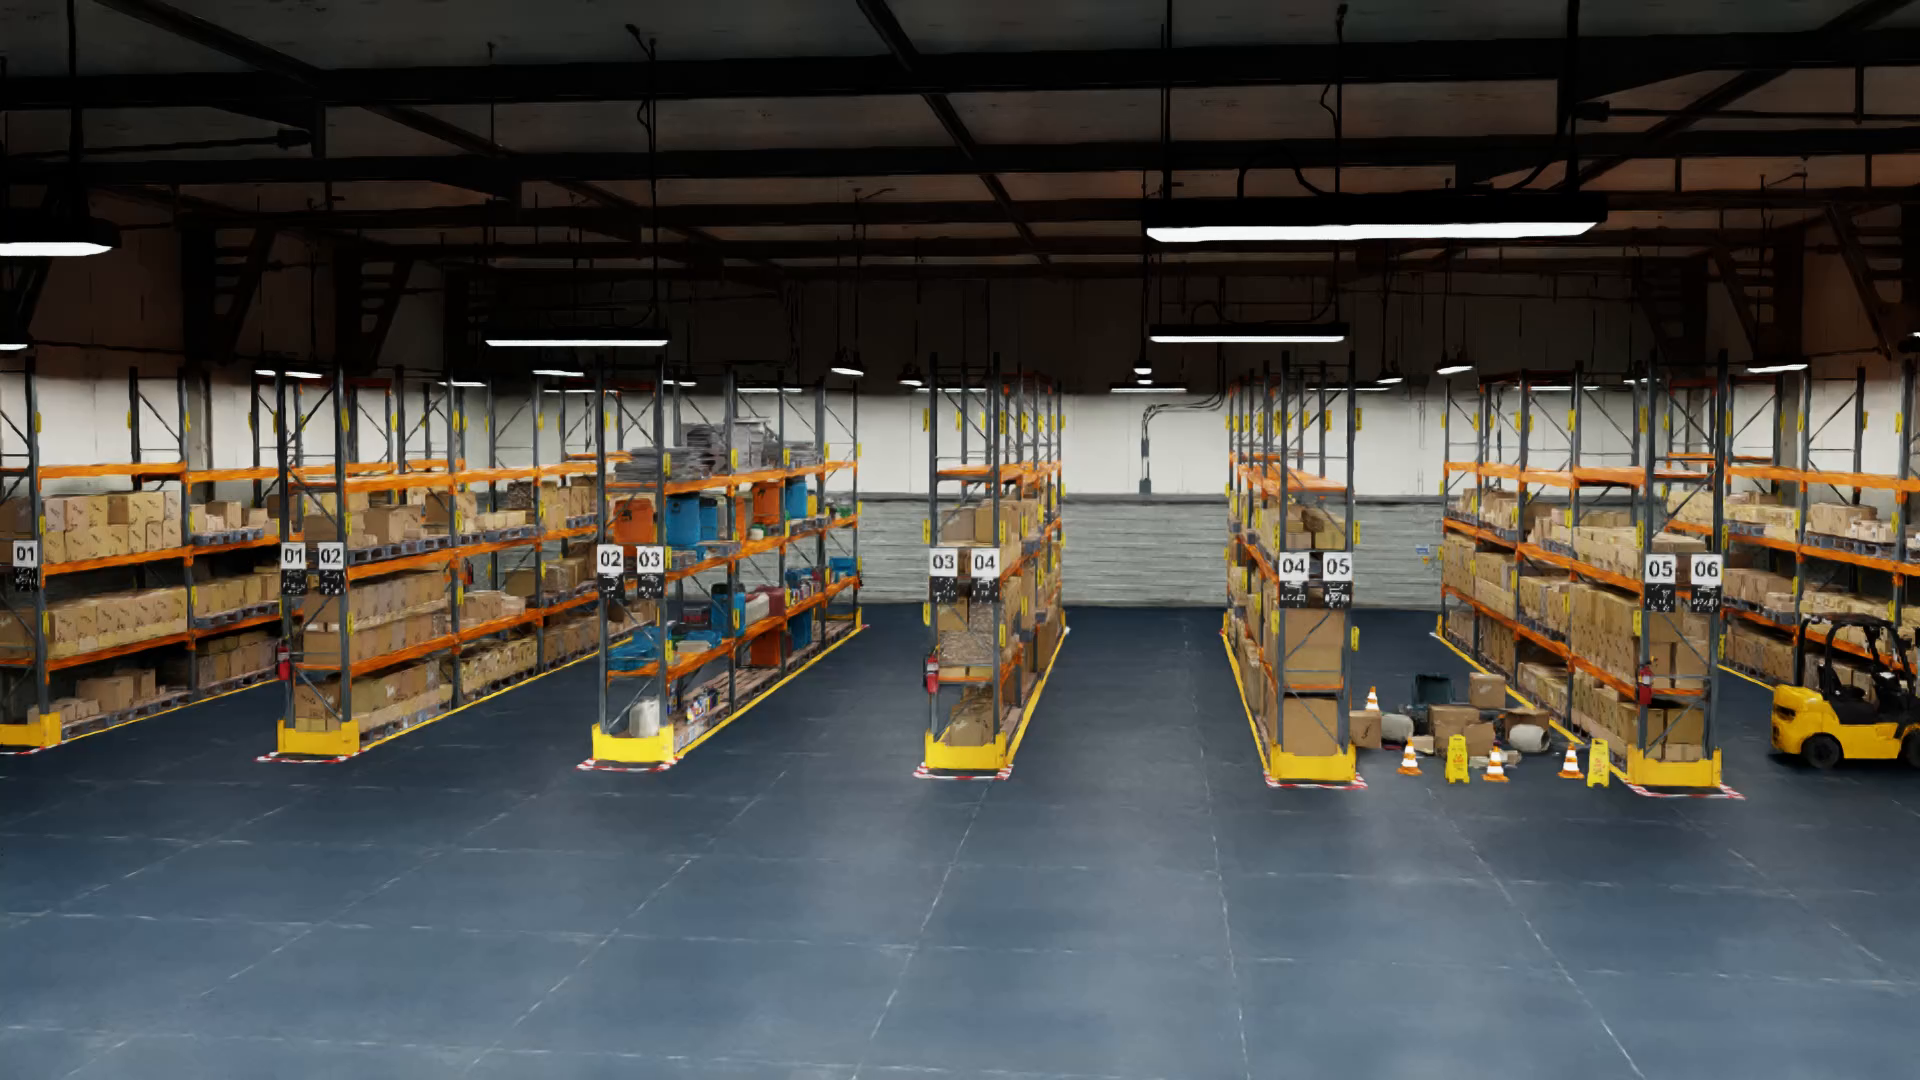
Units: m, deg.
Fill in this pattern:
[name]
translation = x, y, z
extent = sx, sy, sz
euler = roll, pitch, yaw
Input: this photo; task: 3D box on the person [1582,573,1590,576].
[person]
translation = 14.043, 1.531, 37.342
extent = 0.574, 1.623, 0.588
euler = 1, 4, 17
